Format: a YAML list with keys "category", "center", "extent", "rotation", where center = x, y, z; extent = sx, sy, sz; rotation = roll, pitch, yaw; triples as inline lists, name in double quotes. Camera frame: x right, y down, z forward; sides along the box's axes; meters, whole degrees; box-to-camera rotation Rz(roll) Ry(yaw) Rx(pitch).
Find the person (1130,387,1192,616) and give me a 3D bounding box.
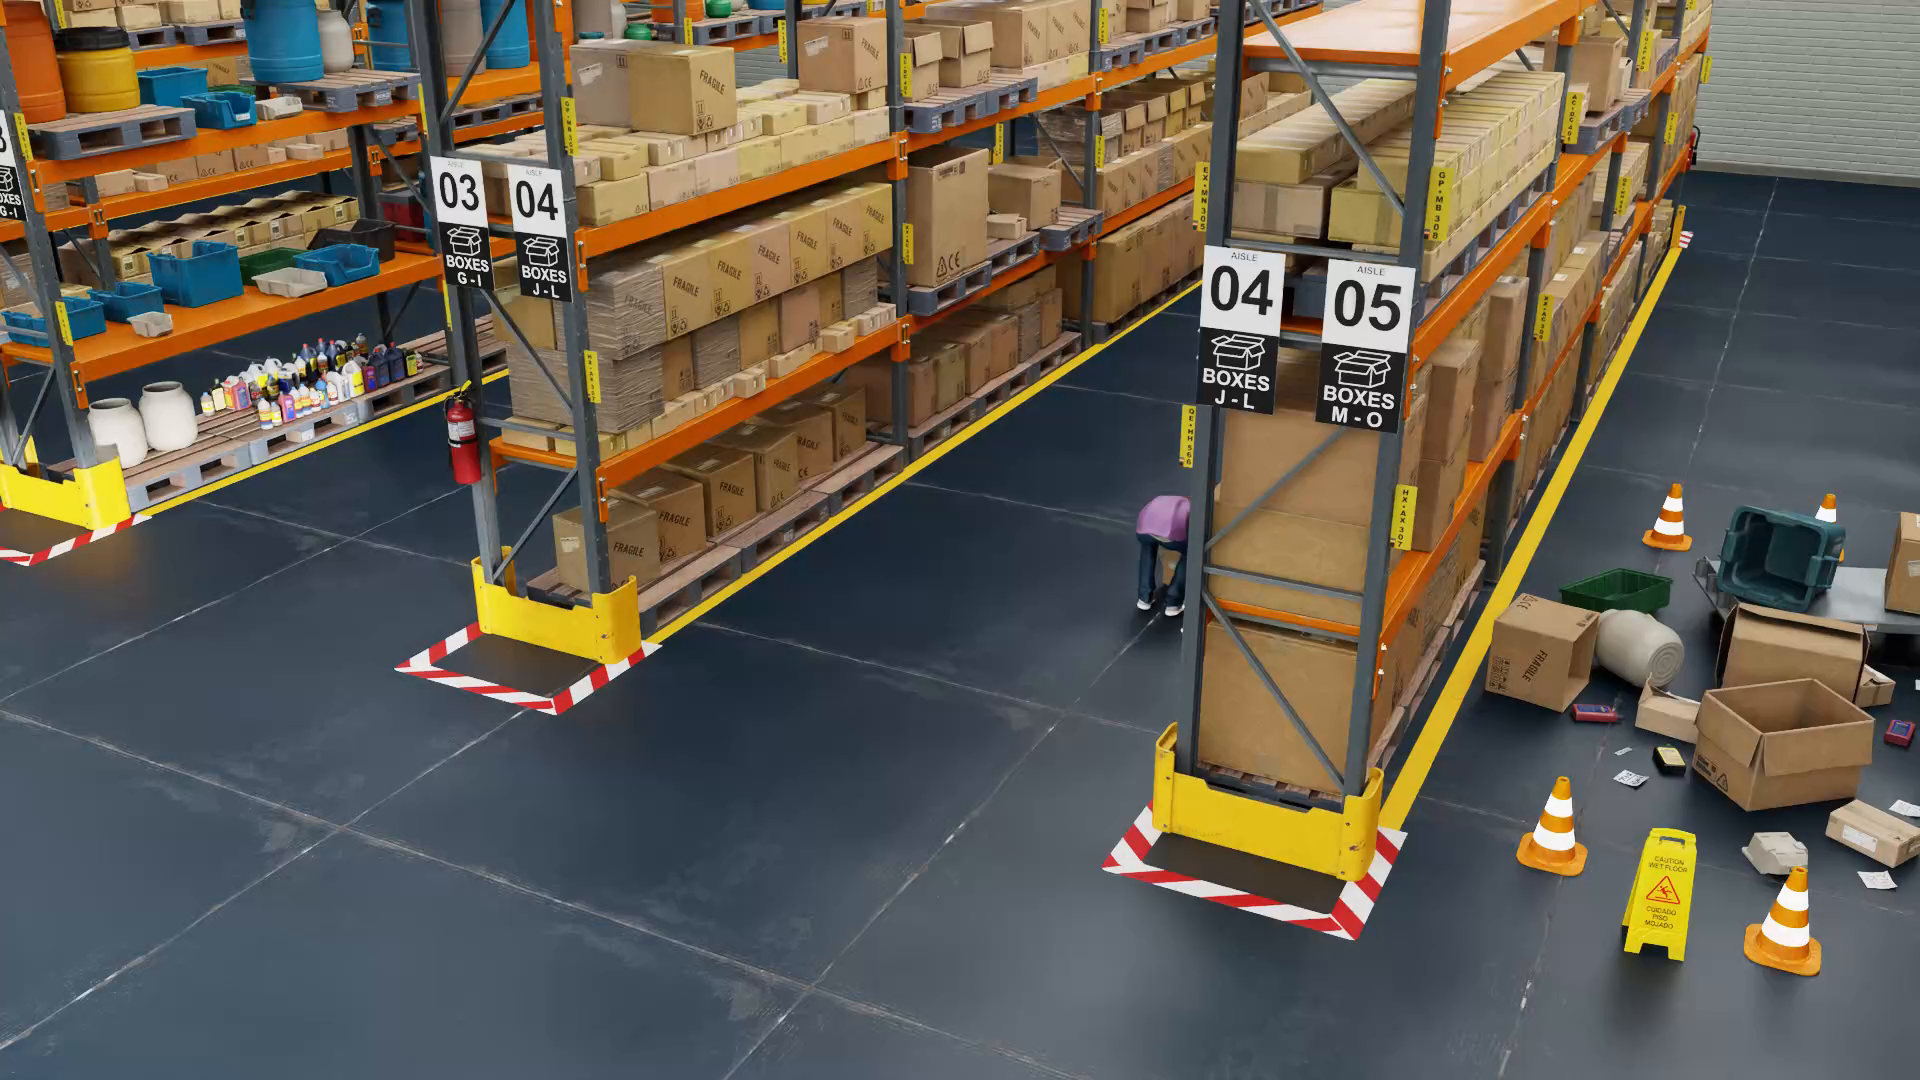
- category: "person"
  center: [1.388, -0.251, 11.318]
  extent: [0.475, 1.592, 0.347]
  rotation: [10, 25, 22]
